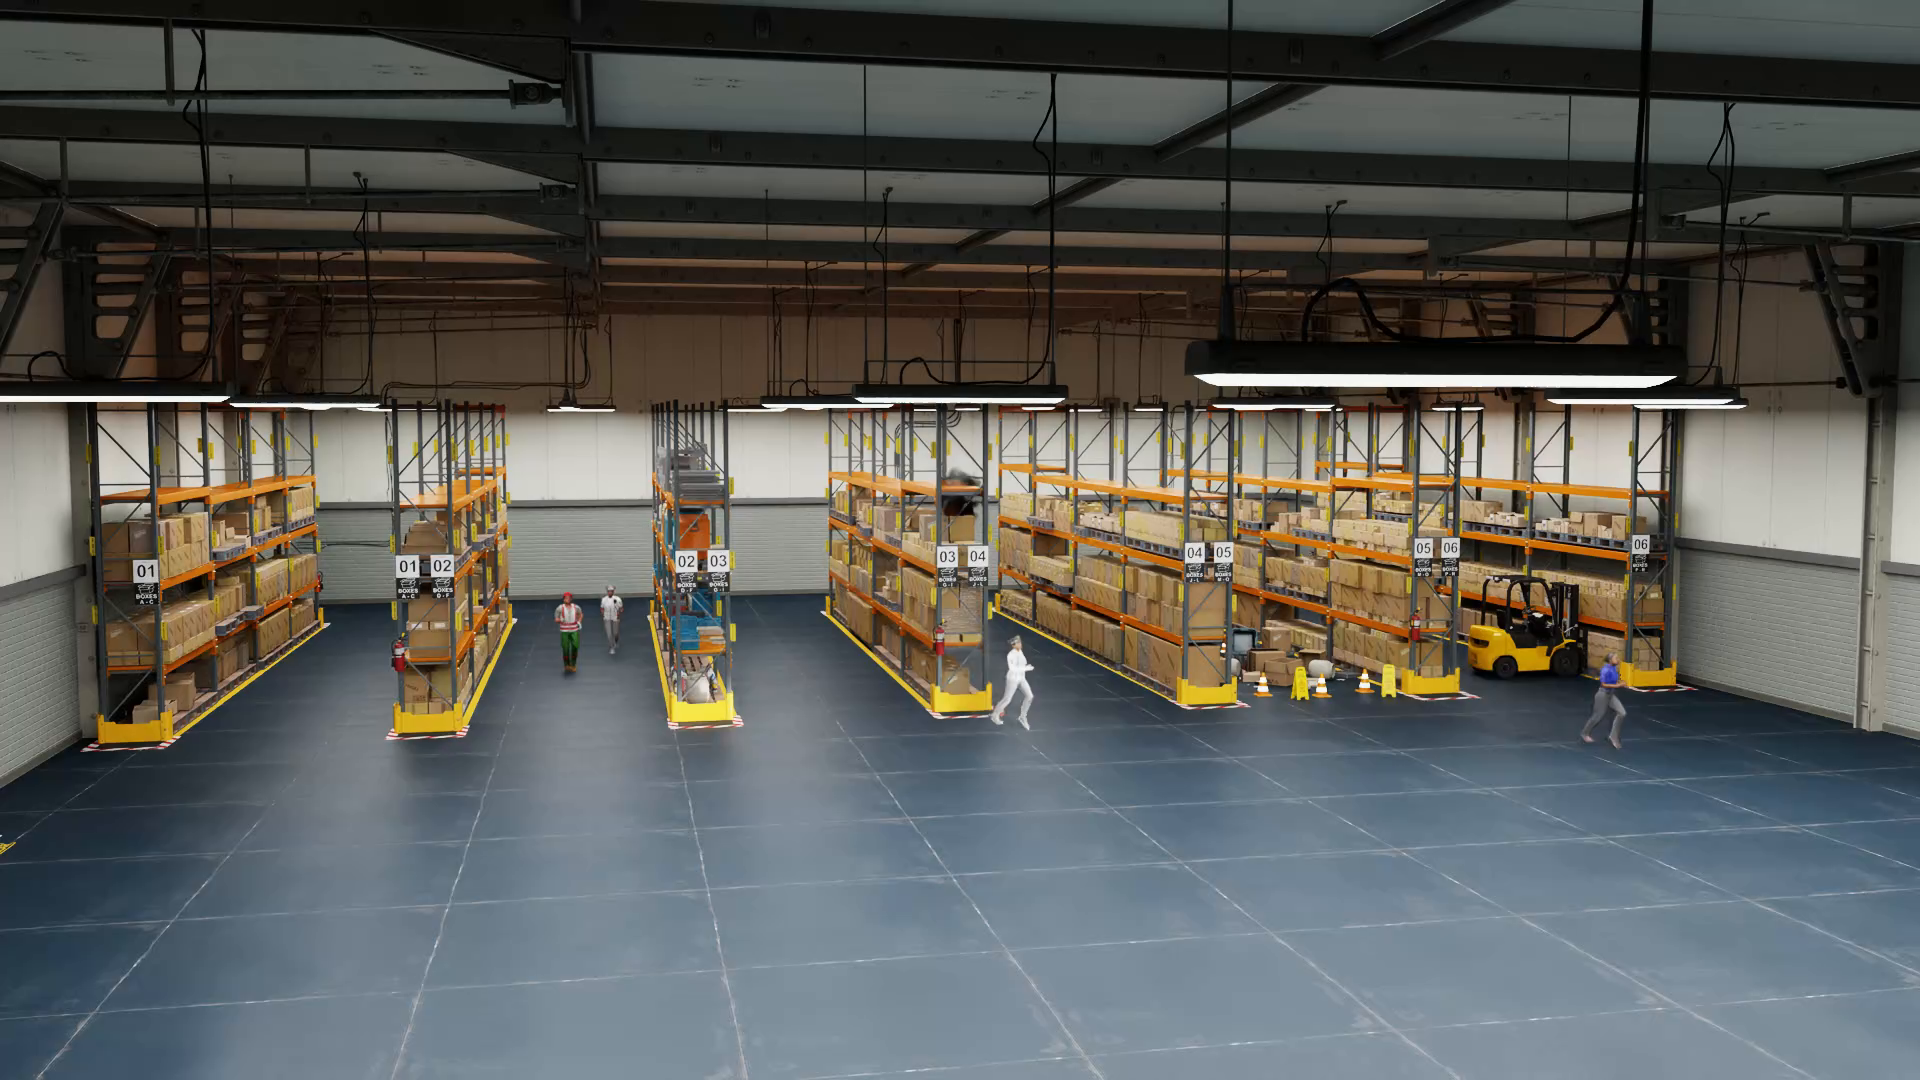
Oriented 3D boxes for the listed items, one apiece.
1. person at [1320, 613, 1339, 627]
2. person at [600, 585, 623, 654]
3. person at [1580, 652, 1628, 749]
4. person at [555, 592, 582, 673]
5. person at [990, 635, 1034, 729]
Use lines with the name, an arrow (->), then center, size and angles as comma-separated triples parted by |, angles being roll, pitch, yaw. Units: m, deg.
person -> 9.532, 1.722, 42.913 | 0.518, 1.584, 0.983 | -1, 4, -11
person -> -8.351, 1.894, 39.839 | 0.555, 1.654, 0.550 | 0, 4, -5
person -> 11.109, 2.749, 28.656 | 0.599, 1.684, 0.832 | -4, 6, -44
person -> -8.657, 2.054, 36.882 | 0.631, 1.800, 0.680 | -2, 5, -20
person -> 1.000, 2.584, 30.341 | 0.862, 1.722, 0.622 | 3, 5, 33
